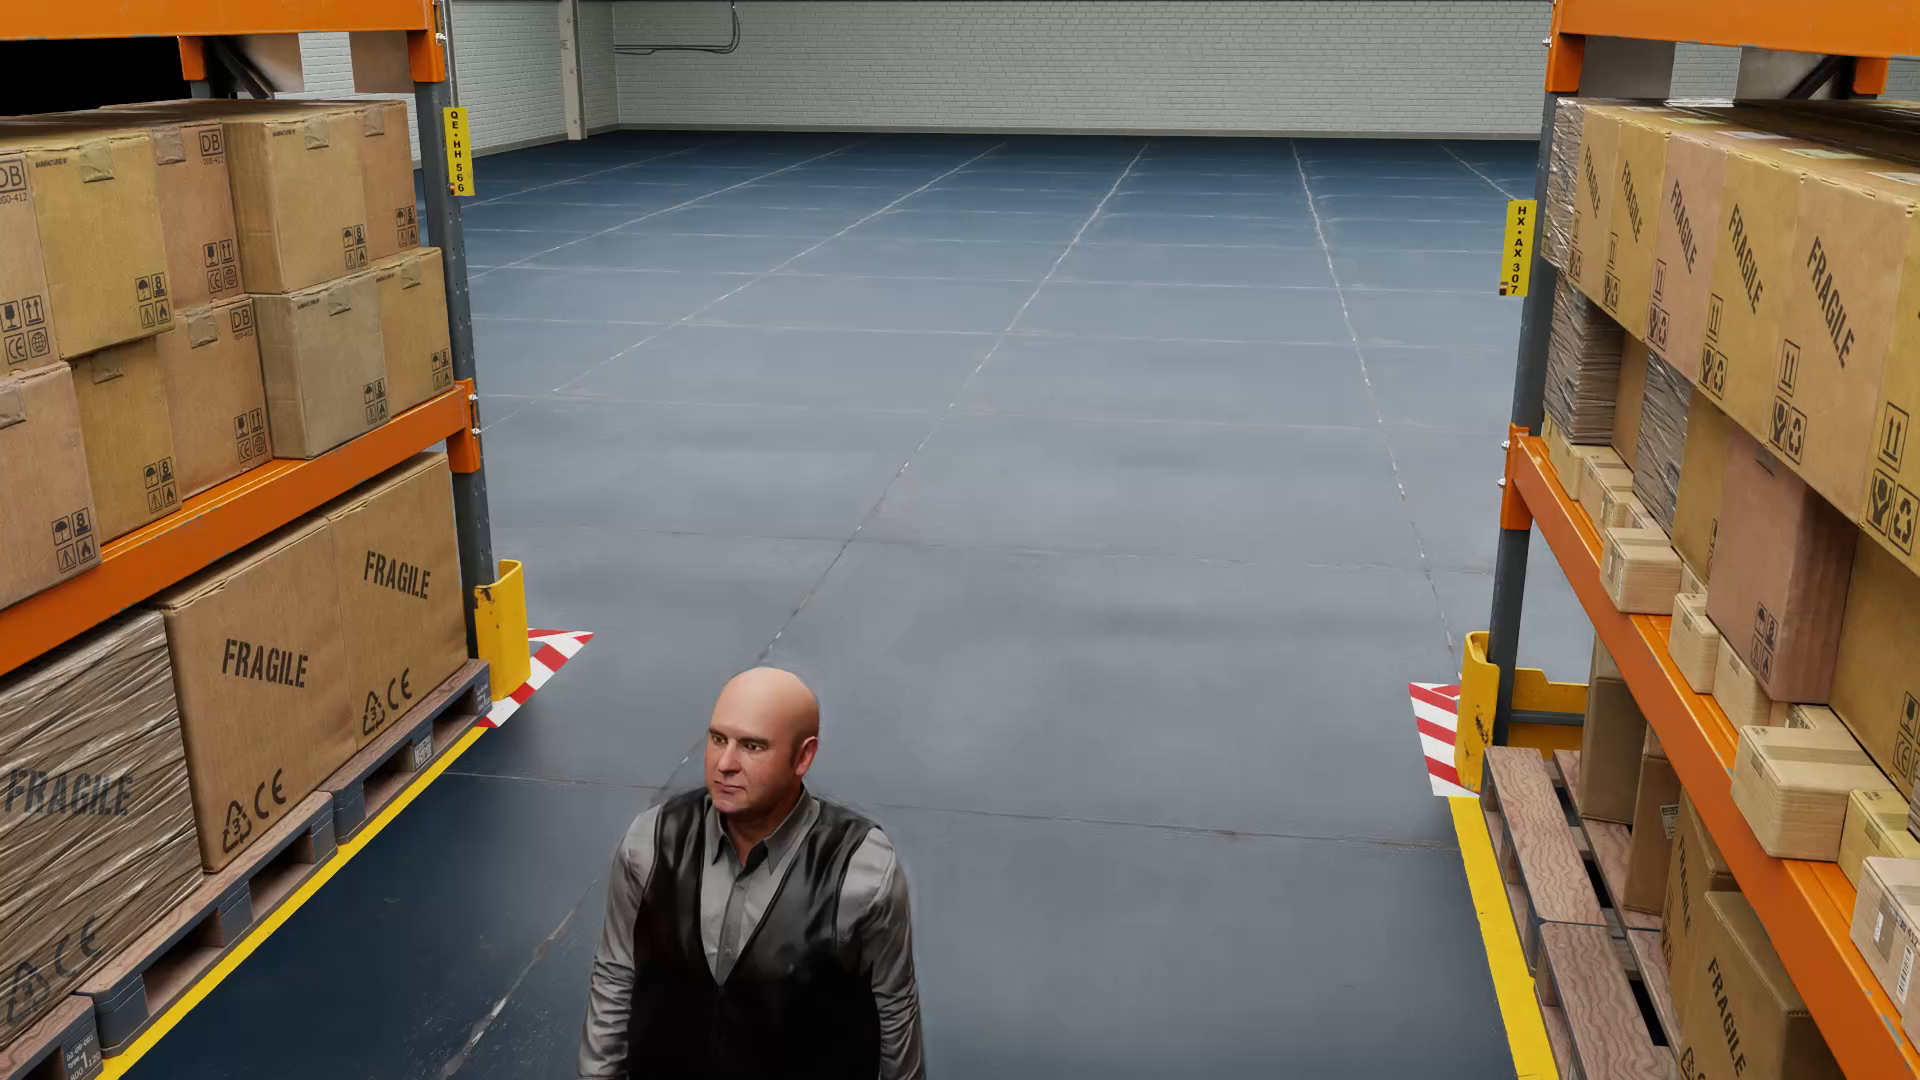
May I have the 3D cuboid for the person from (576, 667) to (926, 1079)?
[{"bbox_3d":[-0.378,1.027,2.911,0.558,1.675,1.045,6,19,17],"label":"person"}]
